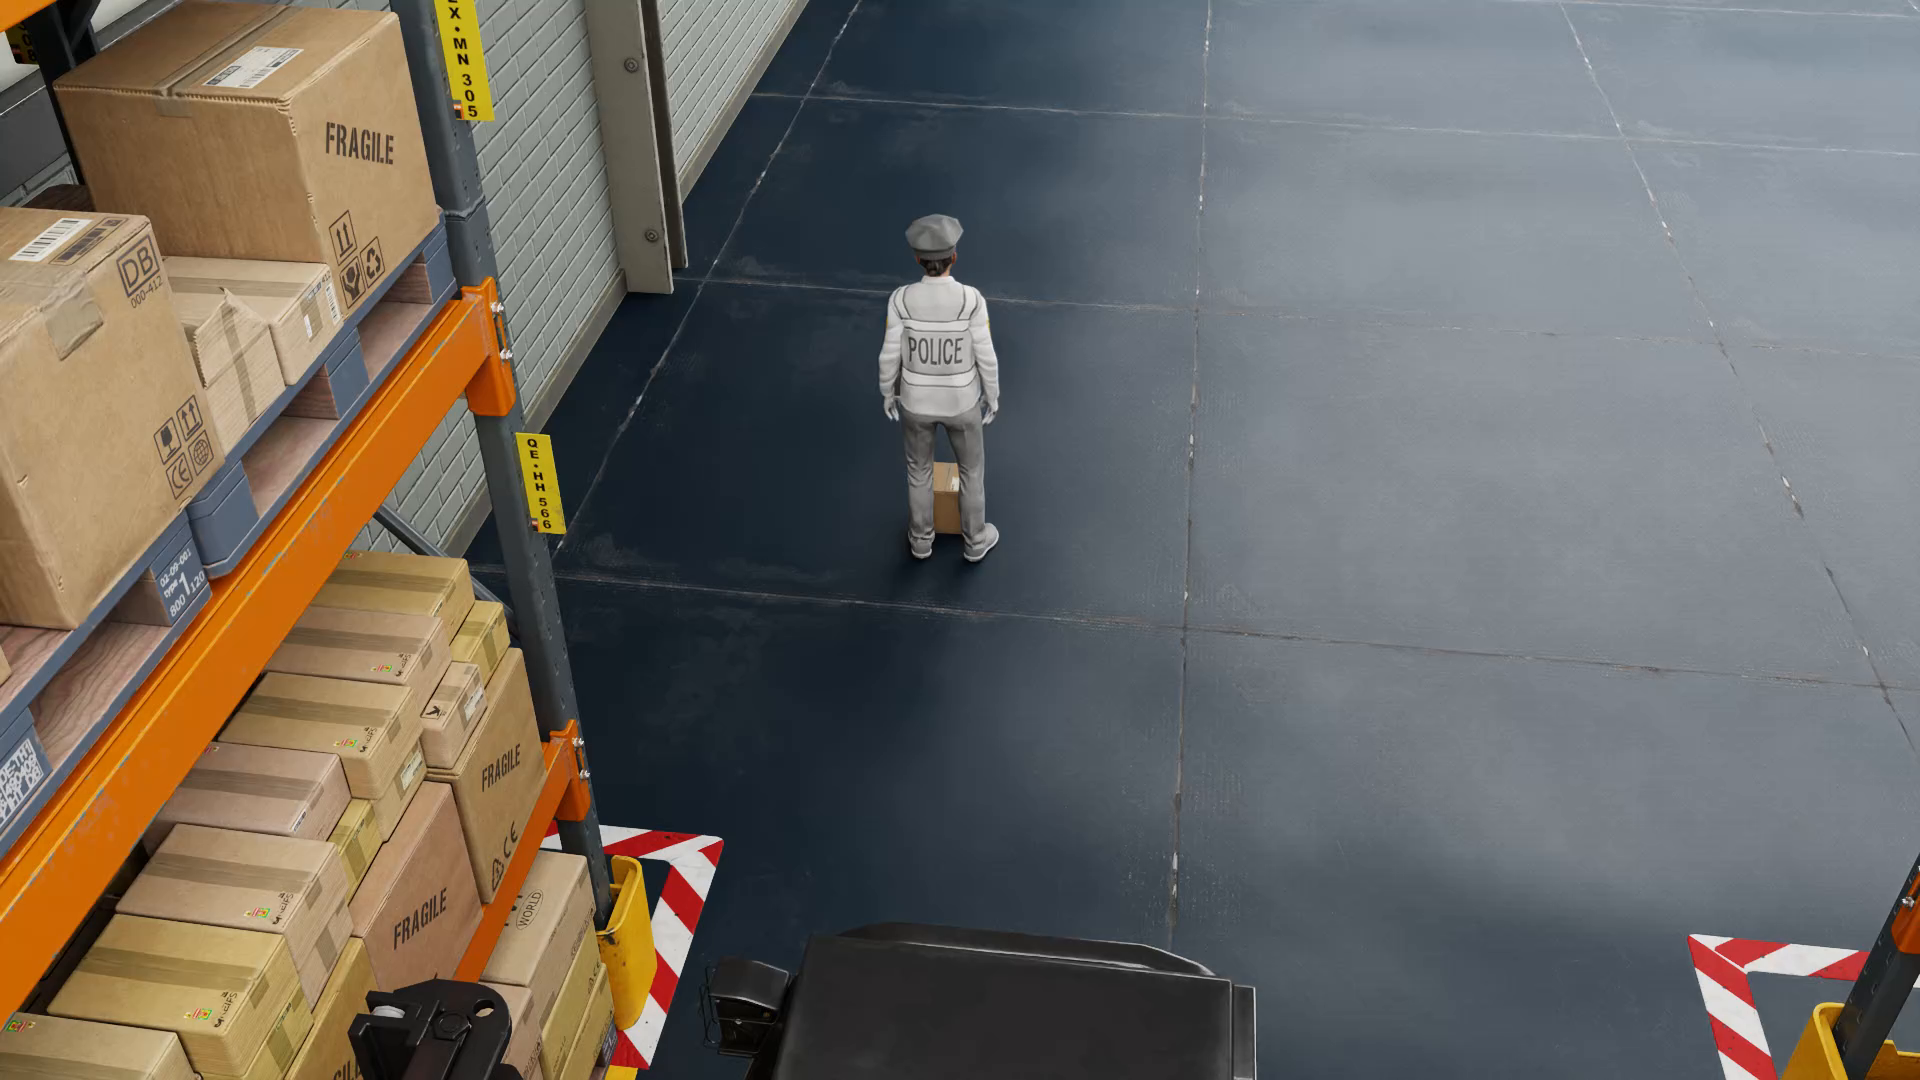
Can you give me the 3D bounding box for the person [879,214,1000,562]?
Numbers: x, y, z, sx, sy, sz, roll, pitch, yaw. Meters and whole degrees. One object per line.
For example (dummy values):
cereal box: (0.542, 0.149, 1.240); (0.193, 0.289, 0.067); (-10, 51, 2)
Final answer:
person: (-0.092, -0.634, 7.506); (0.542, 1.665, 0.373); (3, 36, 4)
